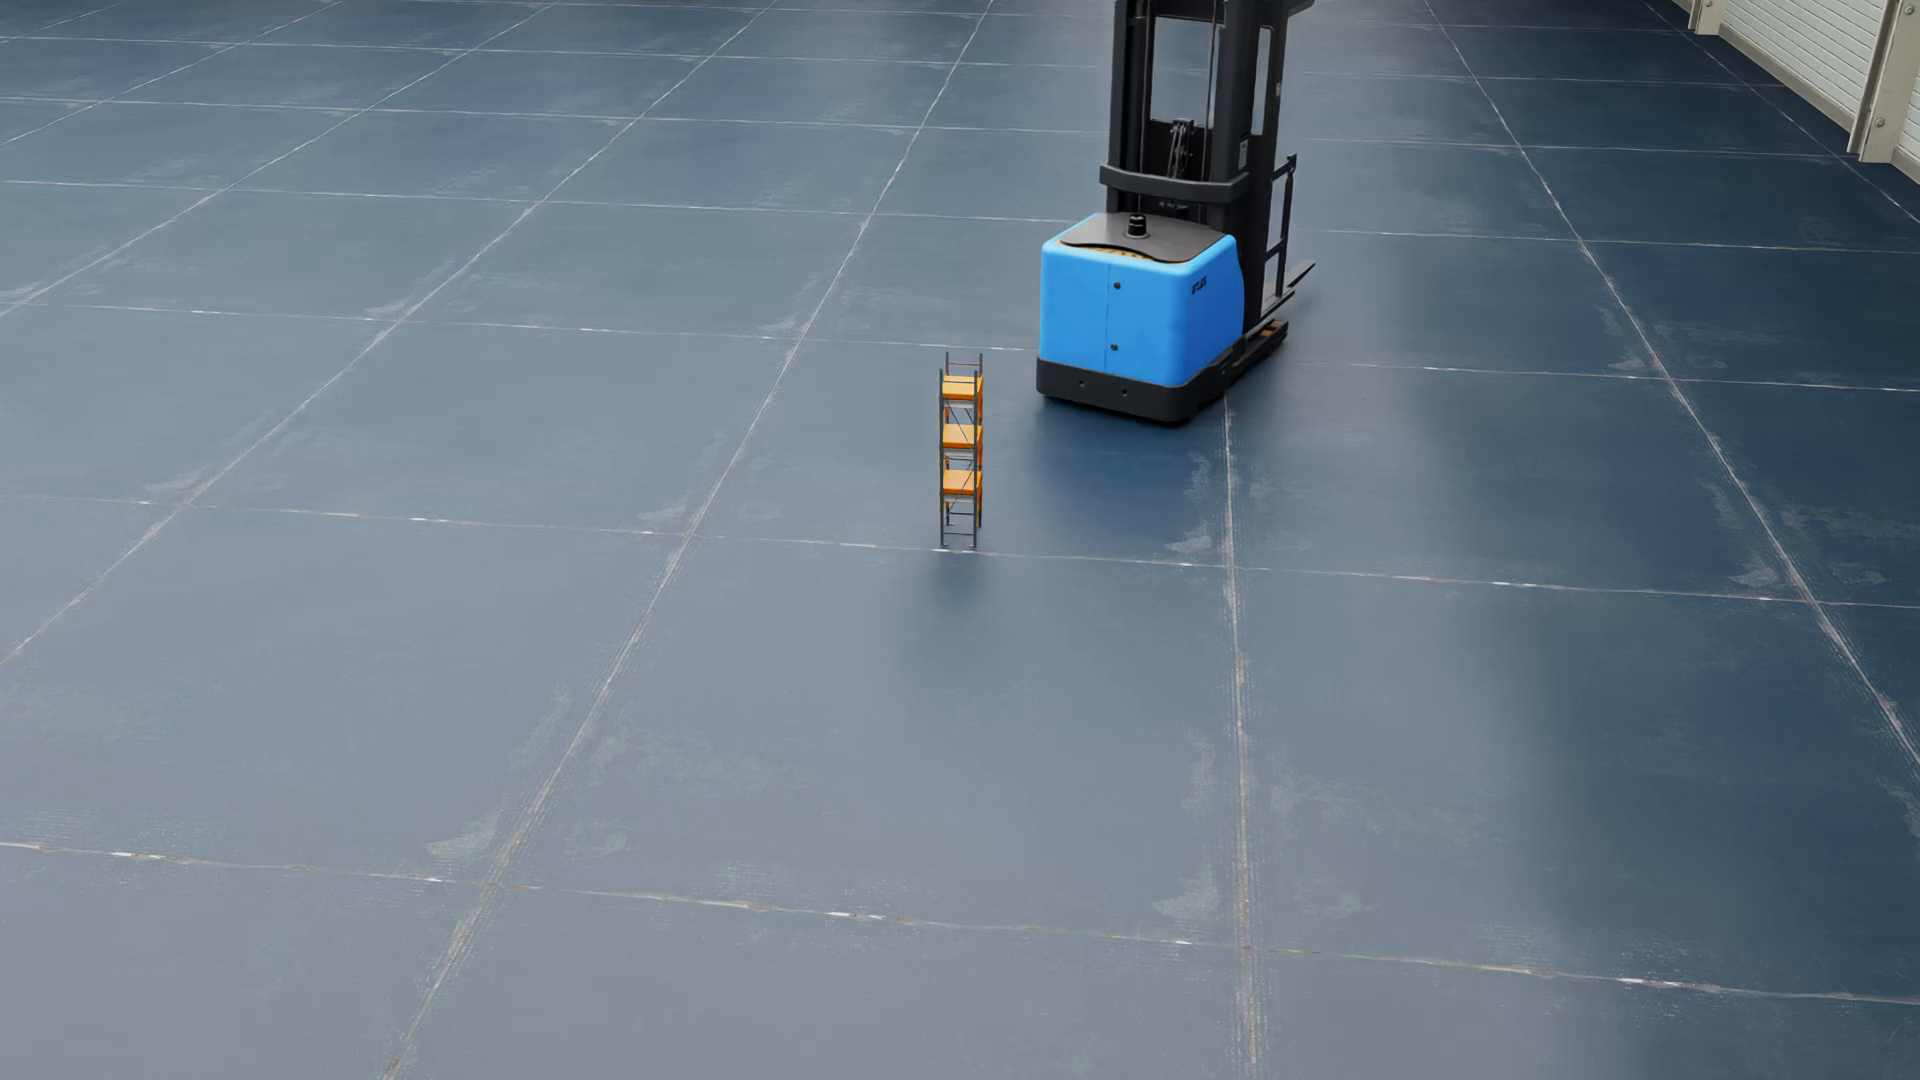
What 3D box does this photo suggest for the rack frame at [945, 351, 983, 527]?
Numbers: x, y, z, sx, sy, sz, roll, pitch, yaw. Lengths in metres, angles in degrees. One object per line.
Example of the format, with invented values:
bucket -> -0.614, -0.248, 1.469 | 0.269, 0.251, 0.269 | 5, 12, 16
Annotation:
rack frame -> 0.022, -0.545, 9.154 | 0.200, 1.050, 0.008 | 3, 28, 6

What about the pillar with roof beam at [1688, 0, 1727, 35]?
pillar with roof beam -> 5.305, -10.758, 19.732 | 9.100, 9.000, 0.400 | 3, 28, 6

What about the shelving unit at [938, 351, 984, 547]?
shelving unit -> 0.007, -0.487, 9.048 | 0.215, 1.050, 0.252 | 3, 28, 6

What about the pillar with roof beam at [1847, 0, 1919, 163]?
pillar with roof beam -> 4.570, -7.934, 14.489 | 9.100, 9.000, 0.400 | 3, 28, 6

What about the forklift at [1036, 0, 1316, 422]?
forklift -> 1.677, -2.696, 11.164 | 1.130, 2.935, 3.031 | 15, 32, 26

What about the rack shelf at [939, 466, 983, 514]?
rack shelf -> 0.007, -0.233, 9.185 | 0.215, 0.259, 0.240 | 3, 28, 6

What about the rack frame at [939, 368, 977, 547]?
rack frame -> -0.008, -0.430, 8.941 | 0.200, 1.050, 0.008 | 3, 28, 6

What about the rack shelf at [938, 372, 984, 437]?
rack shelf -> 0.007, -0.728, 8.918 | 0.215, 0.259, 0.240 | 3, 28, 6

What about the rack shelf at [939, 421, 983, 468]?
rack shelf -> 0.007, -0.478, 9.053 | 0.215, 0.259, 0.240 | 3, 28, 6
